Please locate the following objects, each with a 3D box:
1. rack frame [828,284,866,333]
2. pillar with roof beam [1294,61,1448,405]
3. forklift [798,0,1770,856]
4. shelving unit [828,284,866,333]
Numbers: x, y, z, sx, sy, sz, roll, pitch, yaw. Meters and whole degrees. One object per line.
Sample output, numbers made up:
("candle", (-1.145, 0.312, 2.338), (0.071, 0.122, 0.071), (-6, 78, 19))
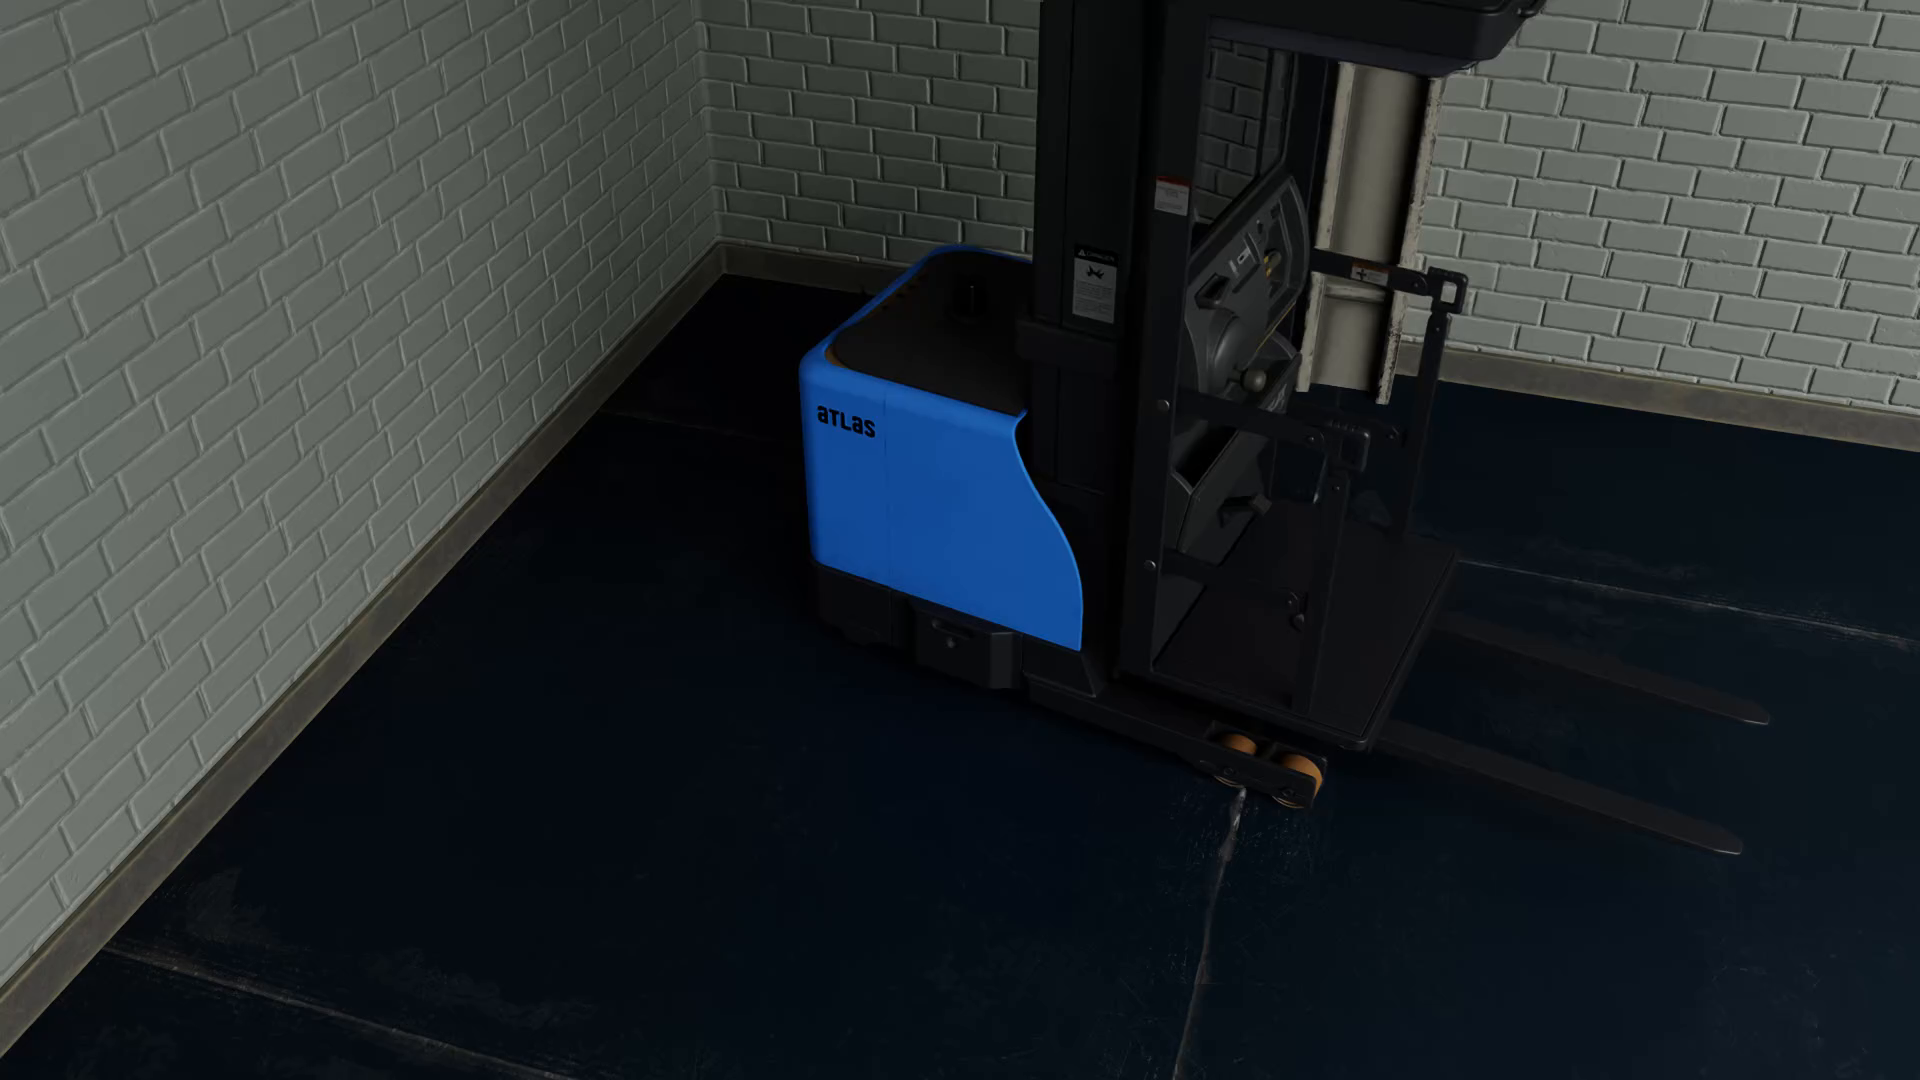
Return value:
("rack frame", (-0.401, -0.497, 6.166), (0.006, 0.900, 0.240), (18, 40, 22))
("pillar with roof beam", (0.381, -1.881, 1.214), (0.400, 9.000, 9.100), (10, 38, 14))
("forklift", (1.017, -0.716, 4.750), (3.031, 2.935, 1.130), (18, 40, 22))
("shelving unit", (-0.311, -0.468, 6.127), (0.210, 0.900, 0.258), (18, 40, 22))
